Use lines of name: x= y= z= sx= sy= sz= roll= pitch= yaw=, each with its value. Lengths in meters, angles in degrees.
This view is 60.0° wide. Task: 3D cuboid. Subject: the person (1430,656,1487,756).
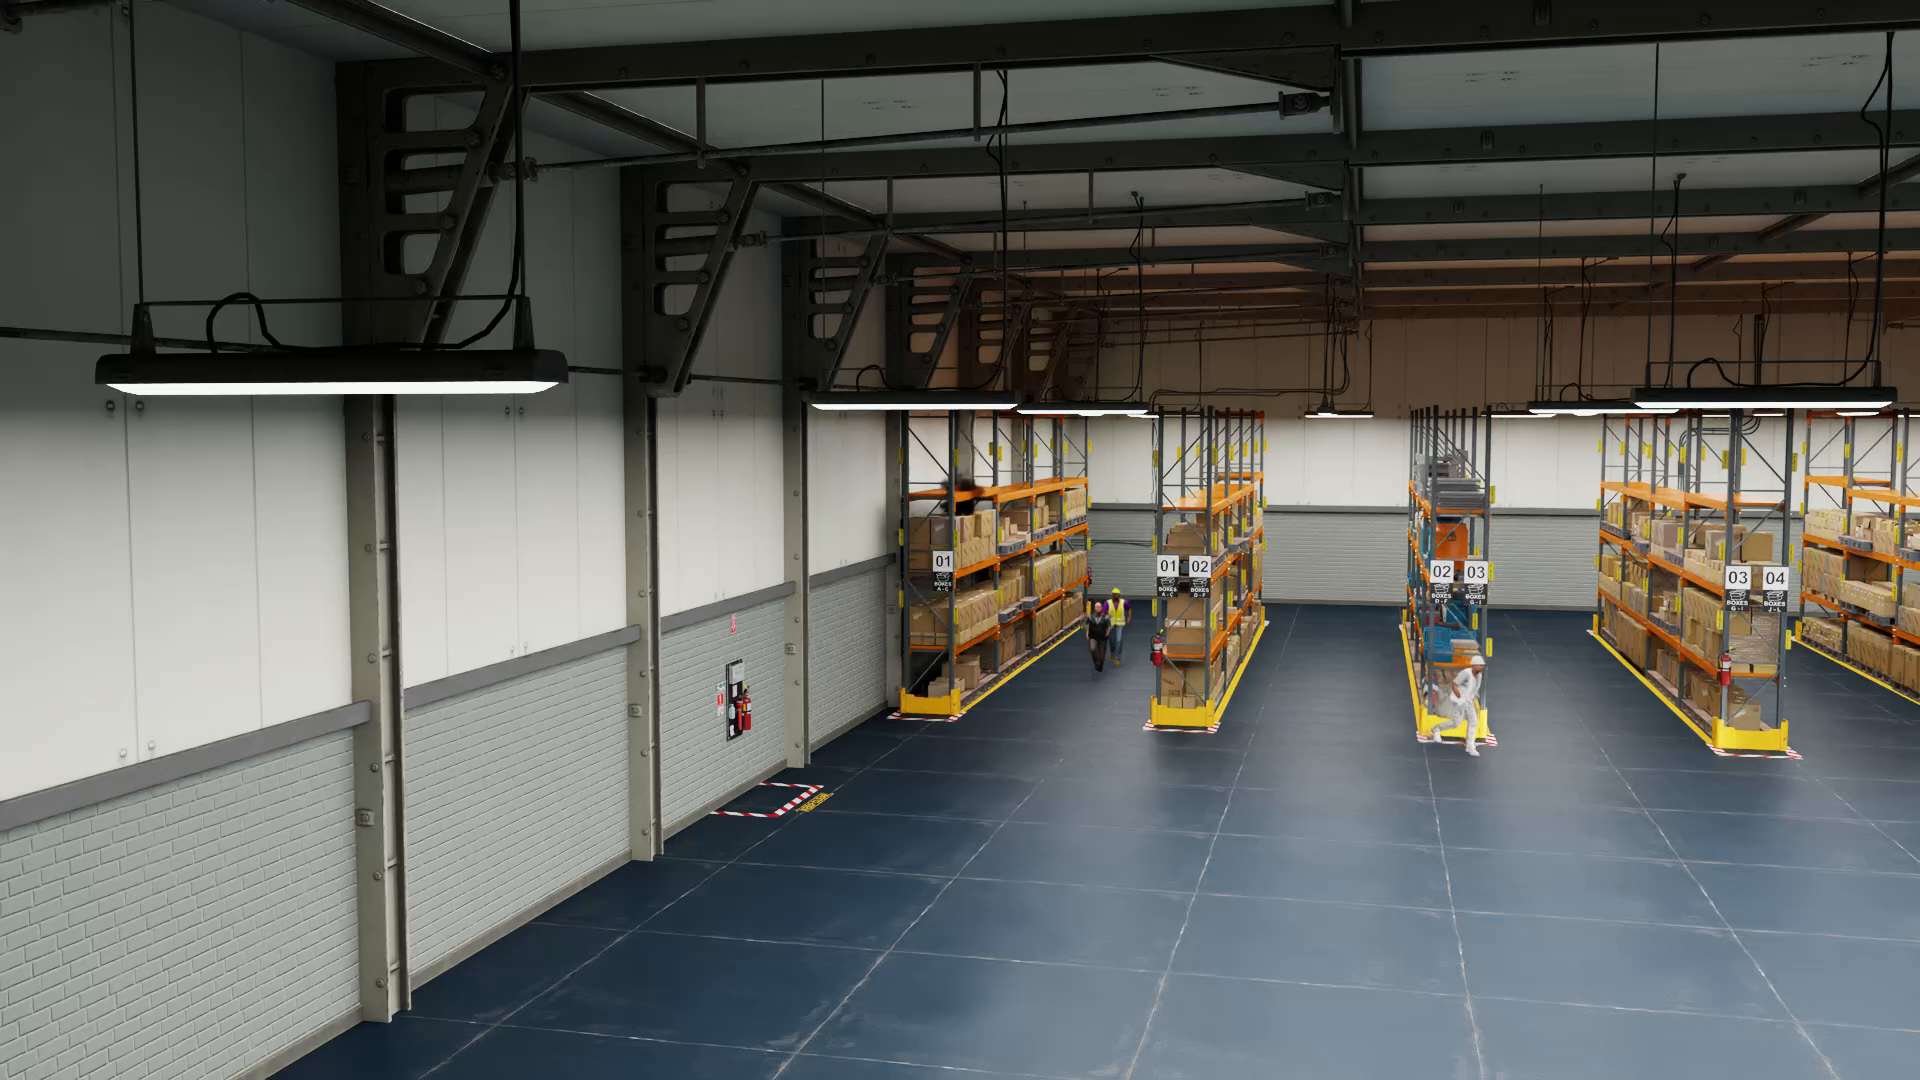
person: x=8.615 y=2.826 z=28.741 sx=1.014 sy=1.728 sz=0.700 roll=4 pitch=6 yaw=44

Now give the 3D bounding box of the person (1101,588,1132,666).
person: x=3.676 y=2.024 z=39.201 sx=0.723 sy=1.795 sz=0.864 roll=0 pitch=4 yaw=7

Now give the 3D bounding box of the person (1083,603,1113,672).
person: x=3.050 y=2.175 z=36.782 sx=0.662 sy=1.583 sz=0.933 roll=0 pitch=4 yaw=3

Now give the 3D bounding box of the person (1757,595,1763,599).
person: x=20.152 y=1.962 z=41.737 sx=0.533 sy=1.573 sz=0.583 roll=2 pitch=4 yaw=23
